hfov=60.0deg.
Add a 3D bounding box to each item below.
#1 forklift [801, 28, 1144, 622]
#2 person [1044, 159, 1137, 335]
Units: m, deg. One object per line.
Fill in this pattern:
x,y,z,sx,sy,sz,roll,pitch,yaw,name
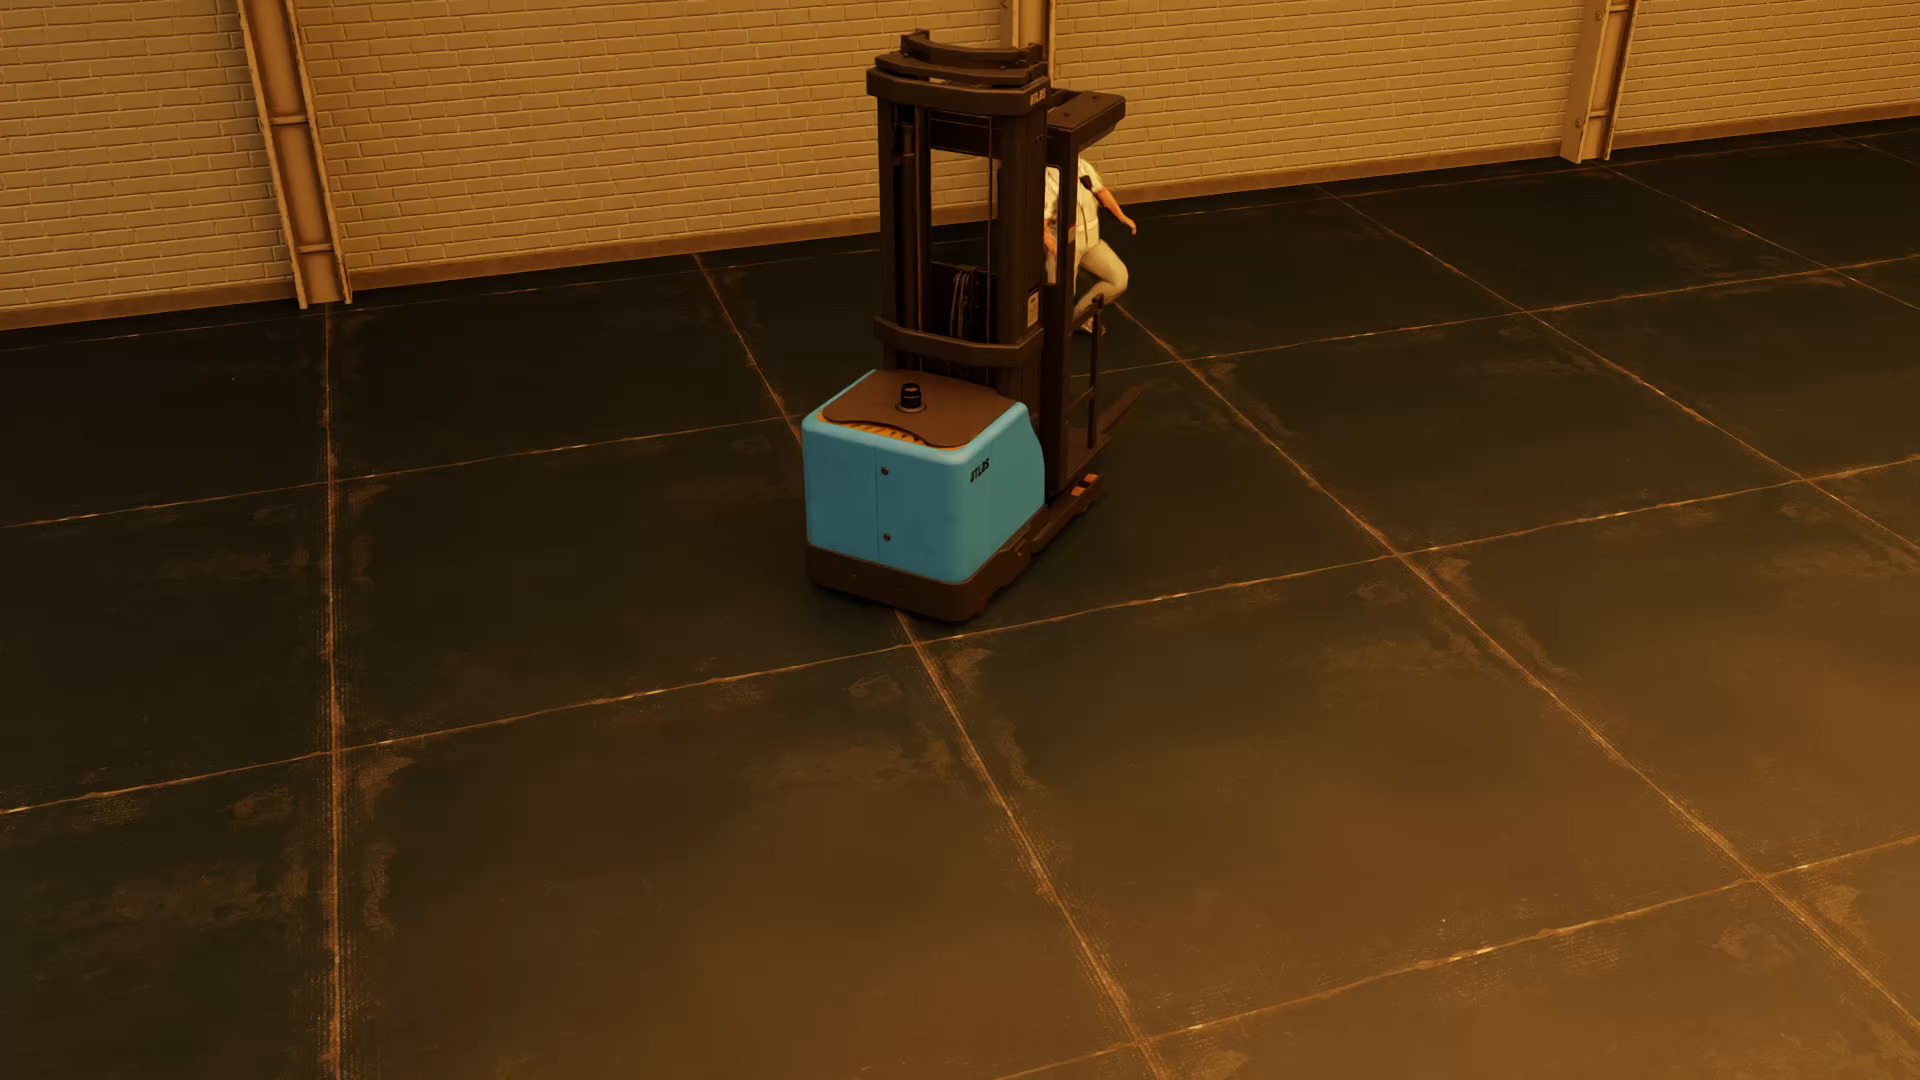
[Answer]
0.255,-1.531,9.748,1.130,2.935,3.031,15,33,24,forklift
0.873,-2.160,12.178,0.861,1.582,0.681,-20,35,-30,person
